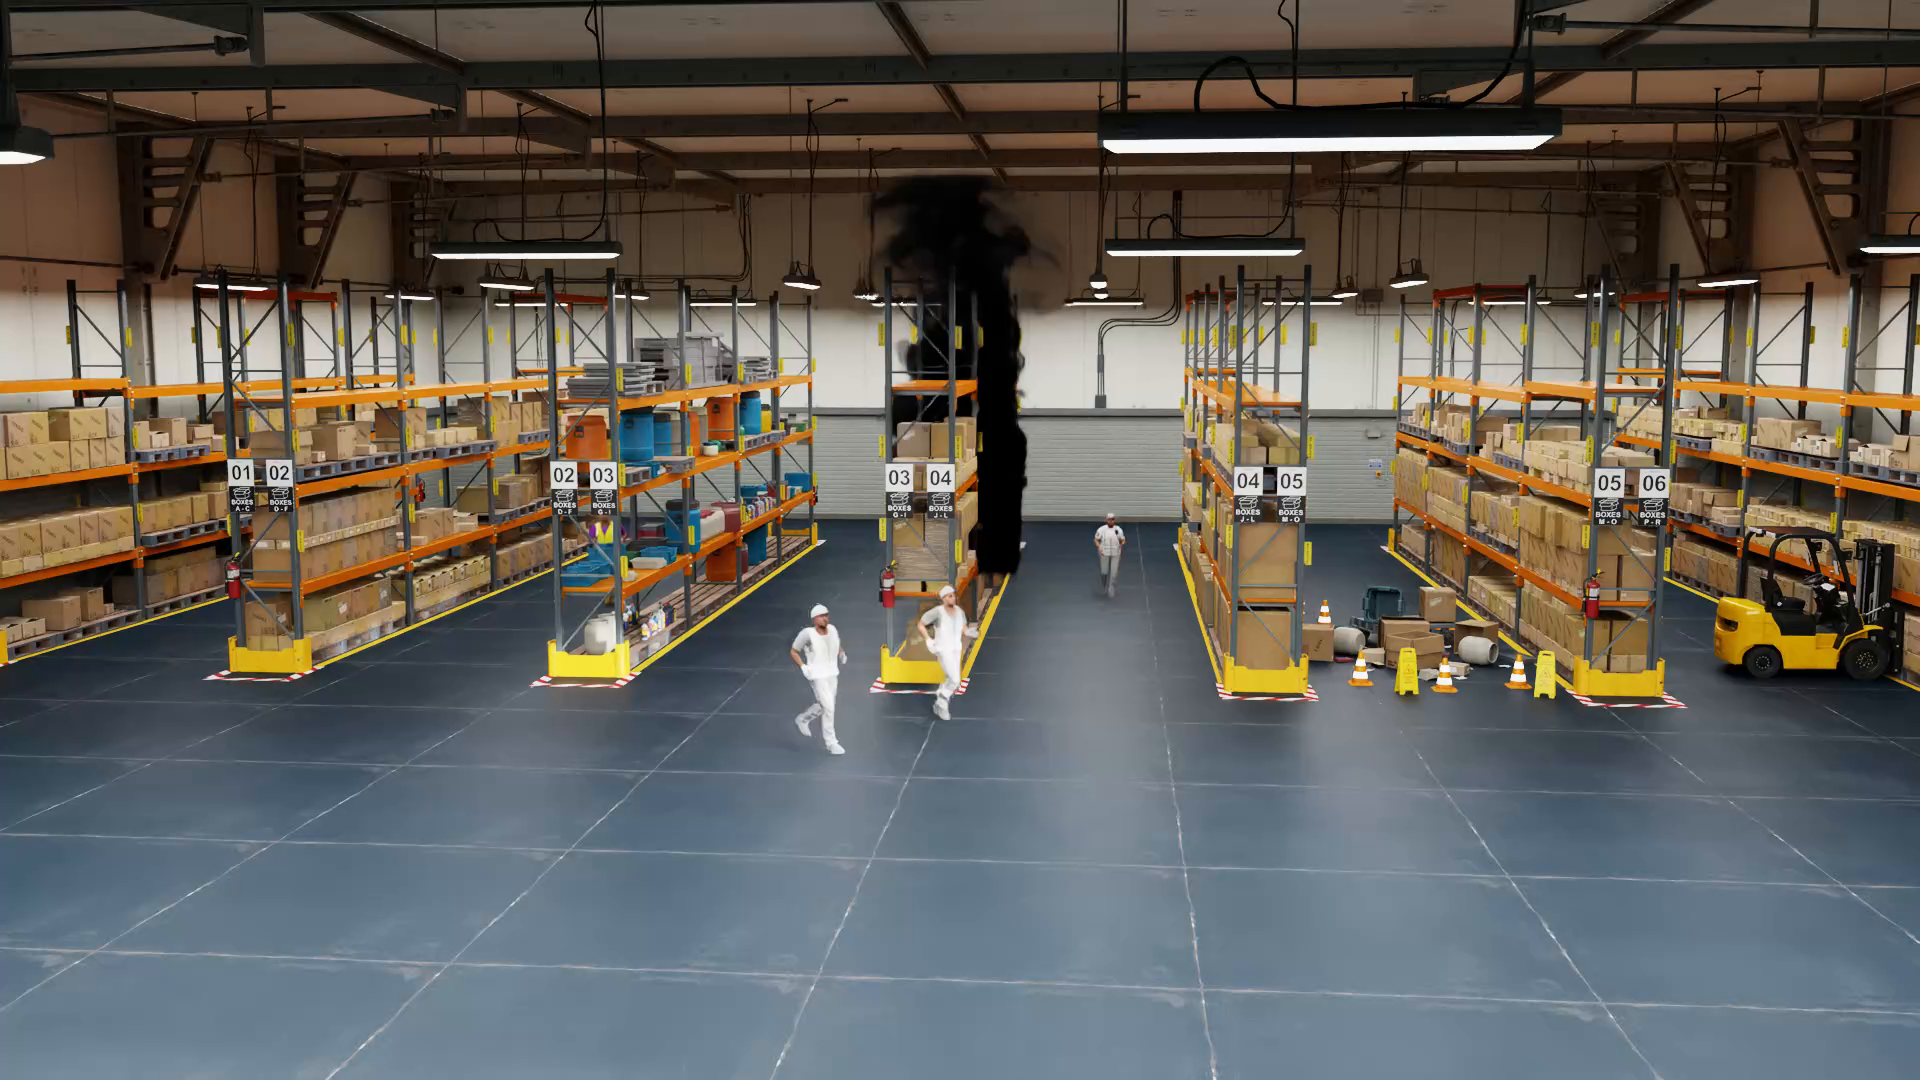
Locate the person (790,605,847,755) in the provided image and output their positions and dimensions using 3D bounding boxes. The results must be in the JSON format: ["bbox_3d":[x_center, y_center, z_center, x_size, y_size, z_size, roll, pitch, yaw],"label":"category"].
[{"bbox_3d":[-1.700,1.669,20.290,0.882,1.786,0.670,7,10,43],"label":"person"}]

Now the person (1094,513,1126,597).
[{"bbox_3d":[2.904,0.293,32.164,0.591,1.621,0.557,0,7,0],"label":"person"}]

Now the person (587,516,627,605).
[{"bbox_3d":[-6.711,0.274,31.528,0.691,1.776,0.944,0,7,2],"label":"person"}]

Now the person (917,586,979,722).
[{"bbox_3d":[-0.123,1.486,21.795,0.661,1.783,0.673,-6,9,-42],"label":"person"}]
